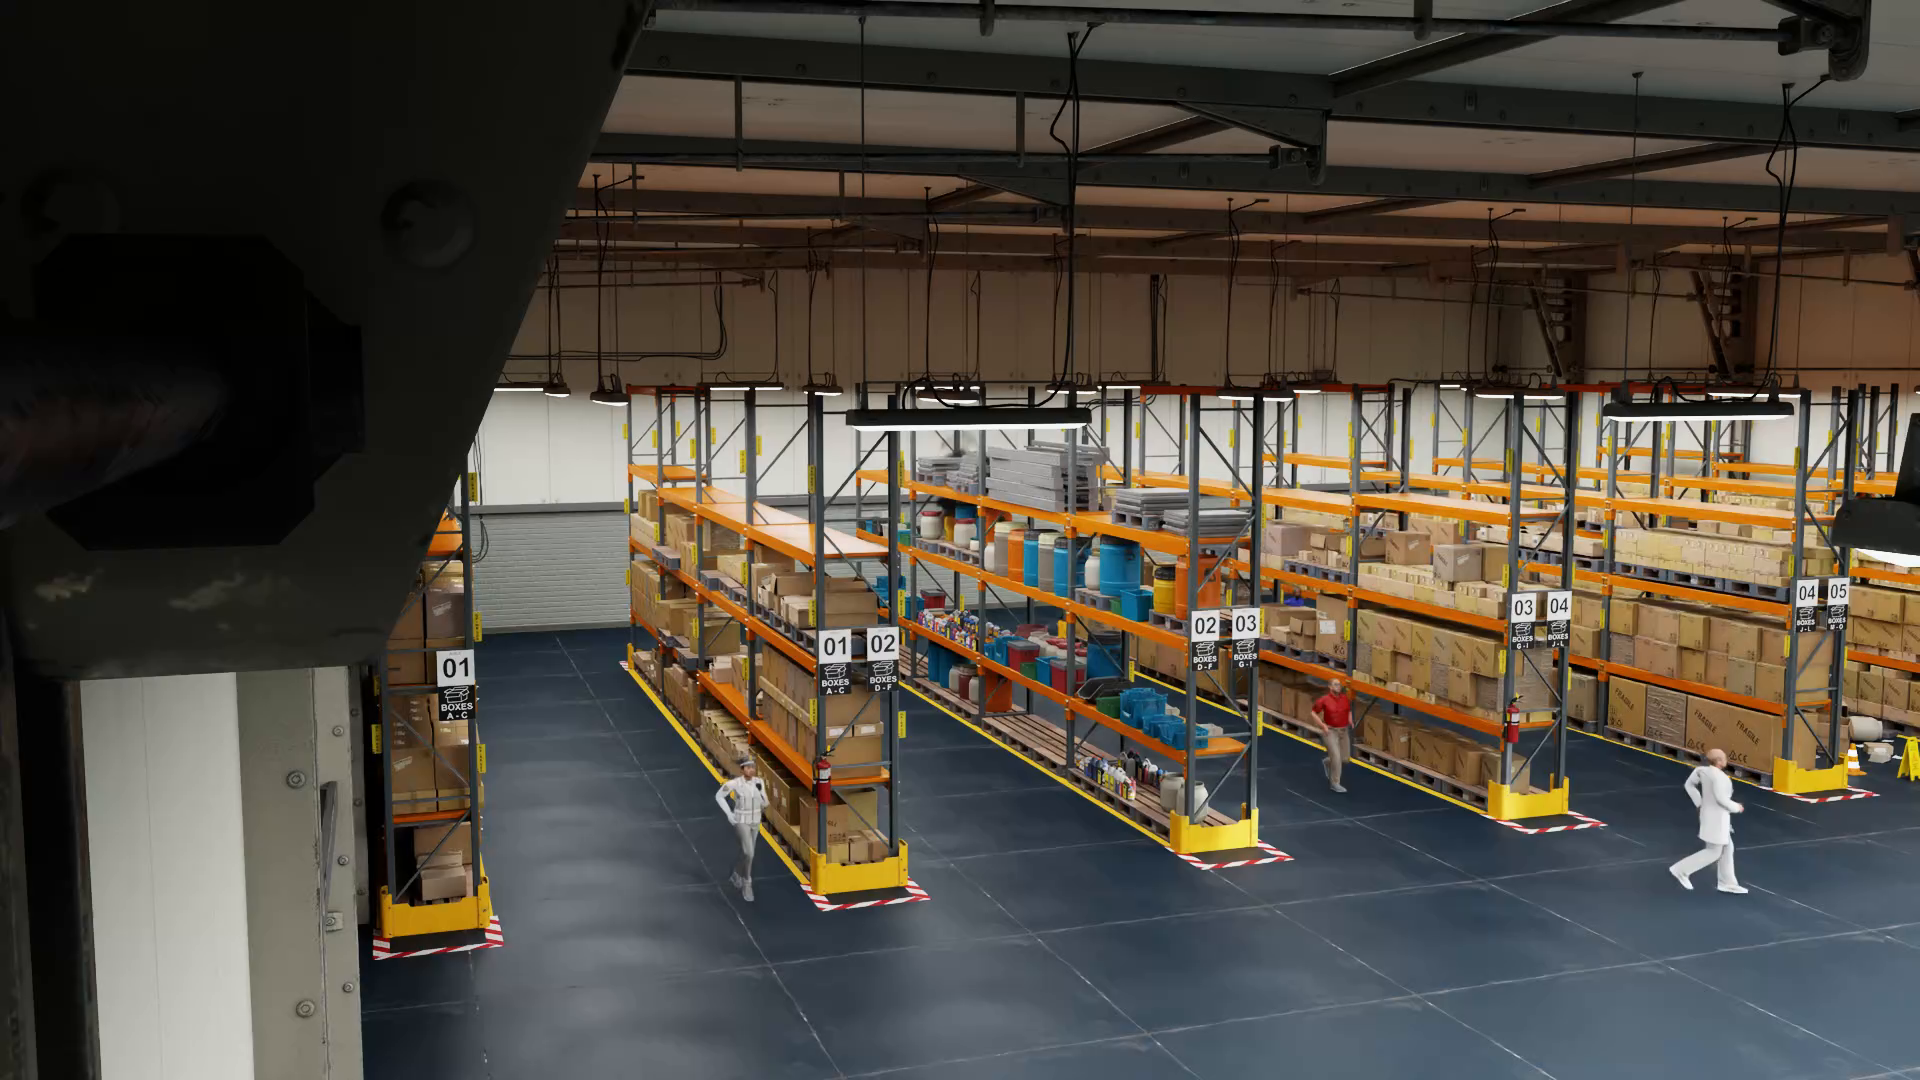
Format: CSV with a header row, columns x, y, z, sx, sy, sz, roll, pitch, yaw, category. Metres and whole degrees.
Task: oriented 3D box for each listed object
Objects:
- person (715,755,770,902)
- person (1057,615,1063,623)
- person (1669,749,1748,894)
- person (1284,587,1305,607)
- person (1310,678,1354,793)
x,y,z,sx,sy,sz,roll,pitch,yaw,category
-2.563,3.435,19.967,0.589,1.716,0.712,-5,8,-39,person
2.690,1.425,39.842,0.792,1.619,0.545,2,6,17,person
9.038,3.390,20.010,0.964,1.782,0.712,1,6,5,person
7.240,1.827,36.066,0.597,1.612,0.621,-2,6,-22,person
5.620,2.910,25.047,0.670,1.677,0.751,-2,6,-21,person
